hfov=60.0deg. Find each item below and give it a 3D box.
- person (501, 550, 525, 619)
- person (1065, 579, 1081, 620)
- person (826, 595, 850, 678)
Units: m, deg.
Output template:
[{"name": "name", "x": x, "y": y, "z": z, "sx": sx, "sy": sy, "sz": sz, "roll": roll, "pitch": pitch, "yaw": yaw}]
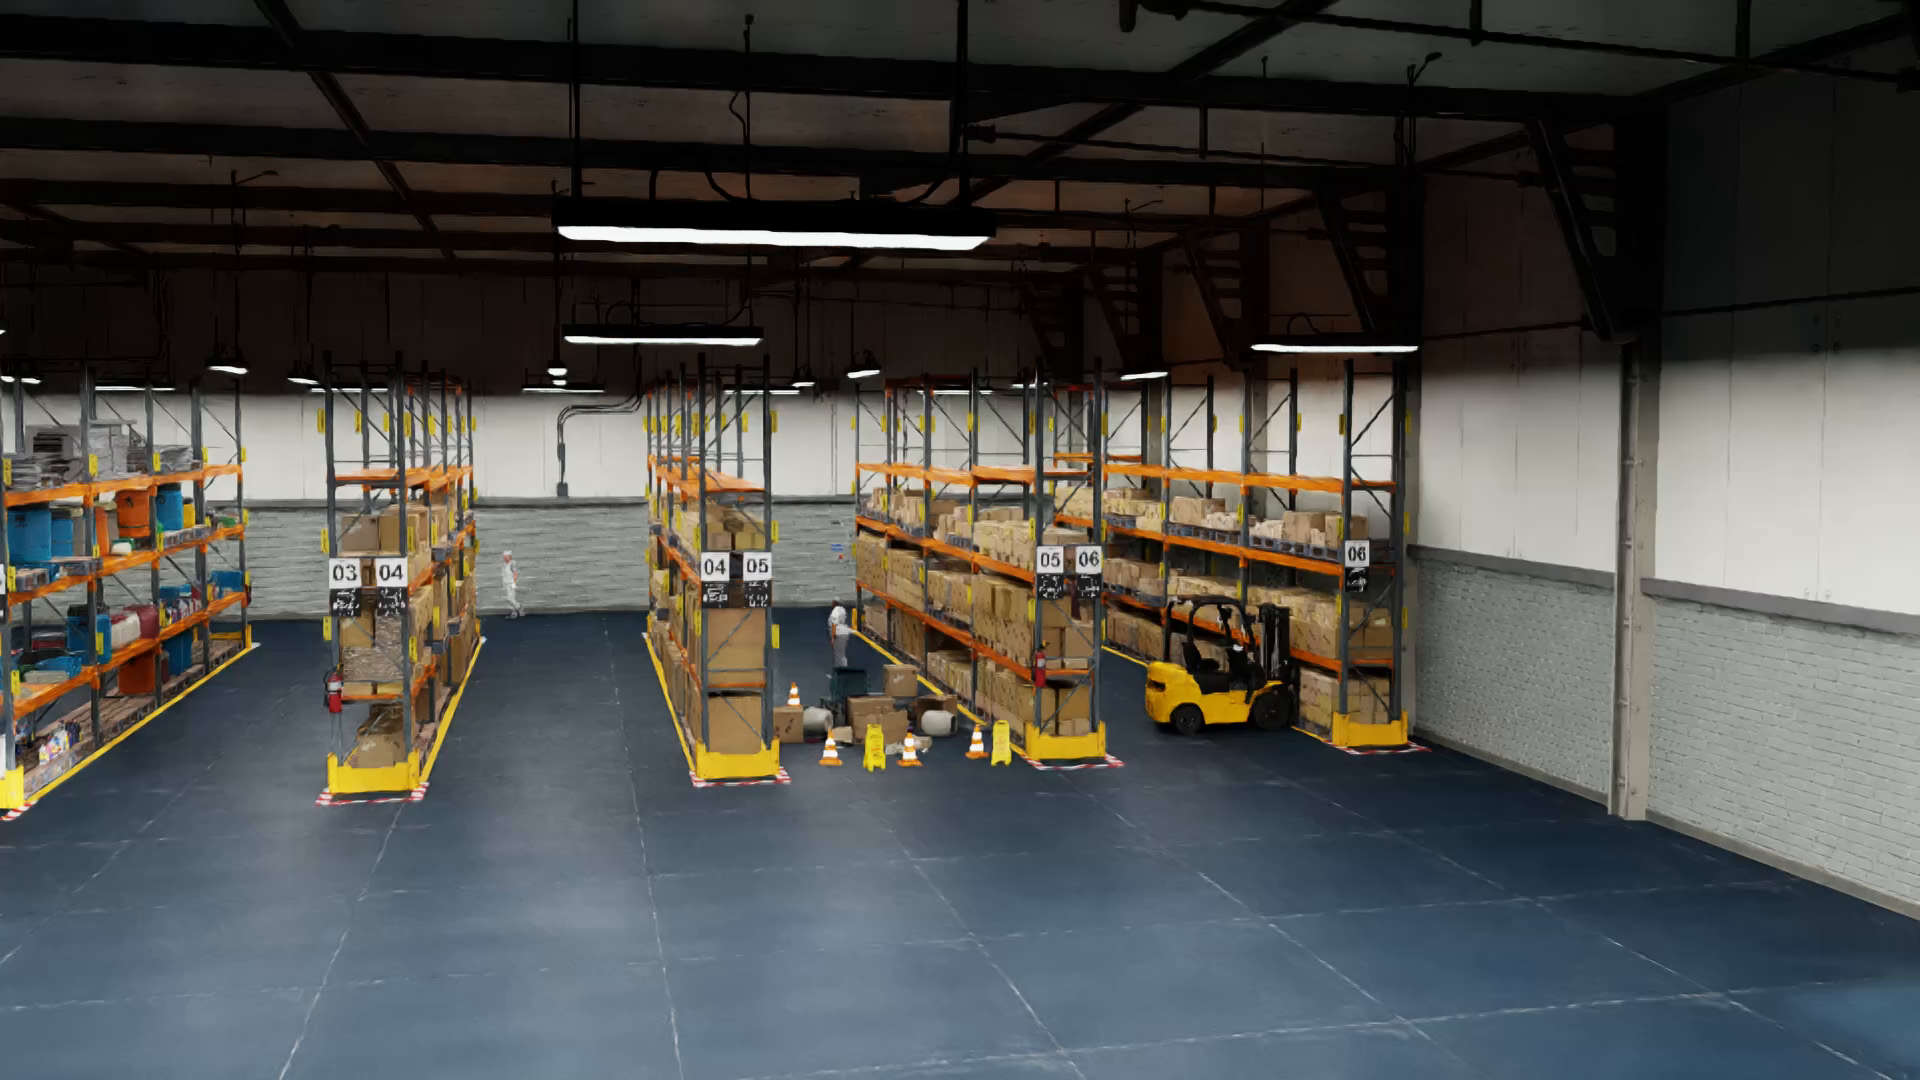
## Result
[{"name": "person", "x": -11.481, "y": 1.134, "z": 42.683, "sx": 0.702, "sy": 1.779, "sz": 0.459, "roll": 4, "pitch": 5, "yaw": 42}, {"name": "person", "x": 2.385, "y": 1.586, "z": 36.088, "sx": 0.654, "sy": 1.771, "sz": 0.697, "roll": 0, "pitch": 4, "yaw": 6}, {"name": "person", "x": -2.402, "y": 1.905, "z": 32.453, "sx": 0.556, "sy": 1.659, "sz": 0.597, "roll": 1, "pitch": 4, "yaw": 14}]
